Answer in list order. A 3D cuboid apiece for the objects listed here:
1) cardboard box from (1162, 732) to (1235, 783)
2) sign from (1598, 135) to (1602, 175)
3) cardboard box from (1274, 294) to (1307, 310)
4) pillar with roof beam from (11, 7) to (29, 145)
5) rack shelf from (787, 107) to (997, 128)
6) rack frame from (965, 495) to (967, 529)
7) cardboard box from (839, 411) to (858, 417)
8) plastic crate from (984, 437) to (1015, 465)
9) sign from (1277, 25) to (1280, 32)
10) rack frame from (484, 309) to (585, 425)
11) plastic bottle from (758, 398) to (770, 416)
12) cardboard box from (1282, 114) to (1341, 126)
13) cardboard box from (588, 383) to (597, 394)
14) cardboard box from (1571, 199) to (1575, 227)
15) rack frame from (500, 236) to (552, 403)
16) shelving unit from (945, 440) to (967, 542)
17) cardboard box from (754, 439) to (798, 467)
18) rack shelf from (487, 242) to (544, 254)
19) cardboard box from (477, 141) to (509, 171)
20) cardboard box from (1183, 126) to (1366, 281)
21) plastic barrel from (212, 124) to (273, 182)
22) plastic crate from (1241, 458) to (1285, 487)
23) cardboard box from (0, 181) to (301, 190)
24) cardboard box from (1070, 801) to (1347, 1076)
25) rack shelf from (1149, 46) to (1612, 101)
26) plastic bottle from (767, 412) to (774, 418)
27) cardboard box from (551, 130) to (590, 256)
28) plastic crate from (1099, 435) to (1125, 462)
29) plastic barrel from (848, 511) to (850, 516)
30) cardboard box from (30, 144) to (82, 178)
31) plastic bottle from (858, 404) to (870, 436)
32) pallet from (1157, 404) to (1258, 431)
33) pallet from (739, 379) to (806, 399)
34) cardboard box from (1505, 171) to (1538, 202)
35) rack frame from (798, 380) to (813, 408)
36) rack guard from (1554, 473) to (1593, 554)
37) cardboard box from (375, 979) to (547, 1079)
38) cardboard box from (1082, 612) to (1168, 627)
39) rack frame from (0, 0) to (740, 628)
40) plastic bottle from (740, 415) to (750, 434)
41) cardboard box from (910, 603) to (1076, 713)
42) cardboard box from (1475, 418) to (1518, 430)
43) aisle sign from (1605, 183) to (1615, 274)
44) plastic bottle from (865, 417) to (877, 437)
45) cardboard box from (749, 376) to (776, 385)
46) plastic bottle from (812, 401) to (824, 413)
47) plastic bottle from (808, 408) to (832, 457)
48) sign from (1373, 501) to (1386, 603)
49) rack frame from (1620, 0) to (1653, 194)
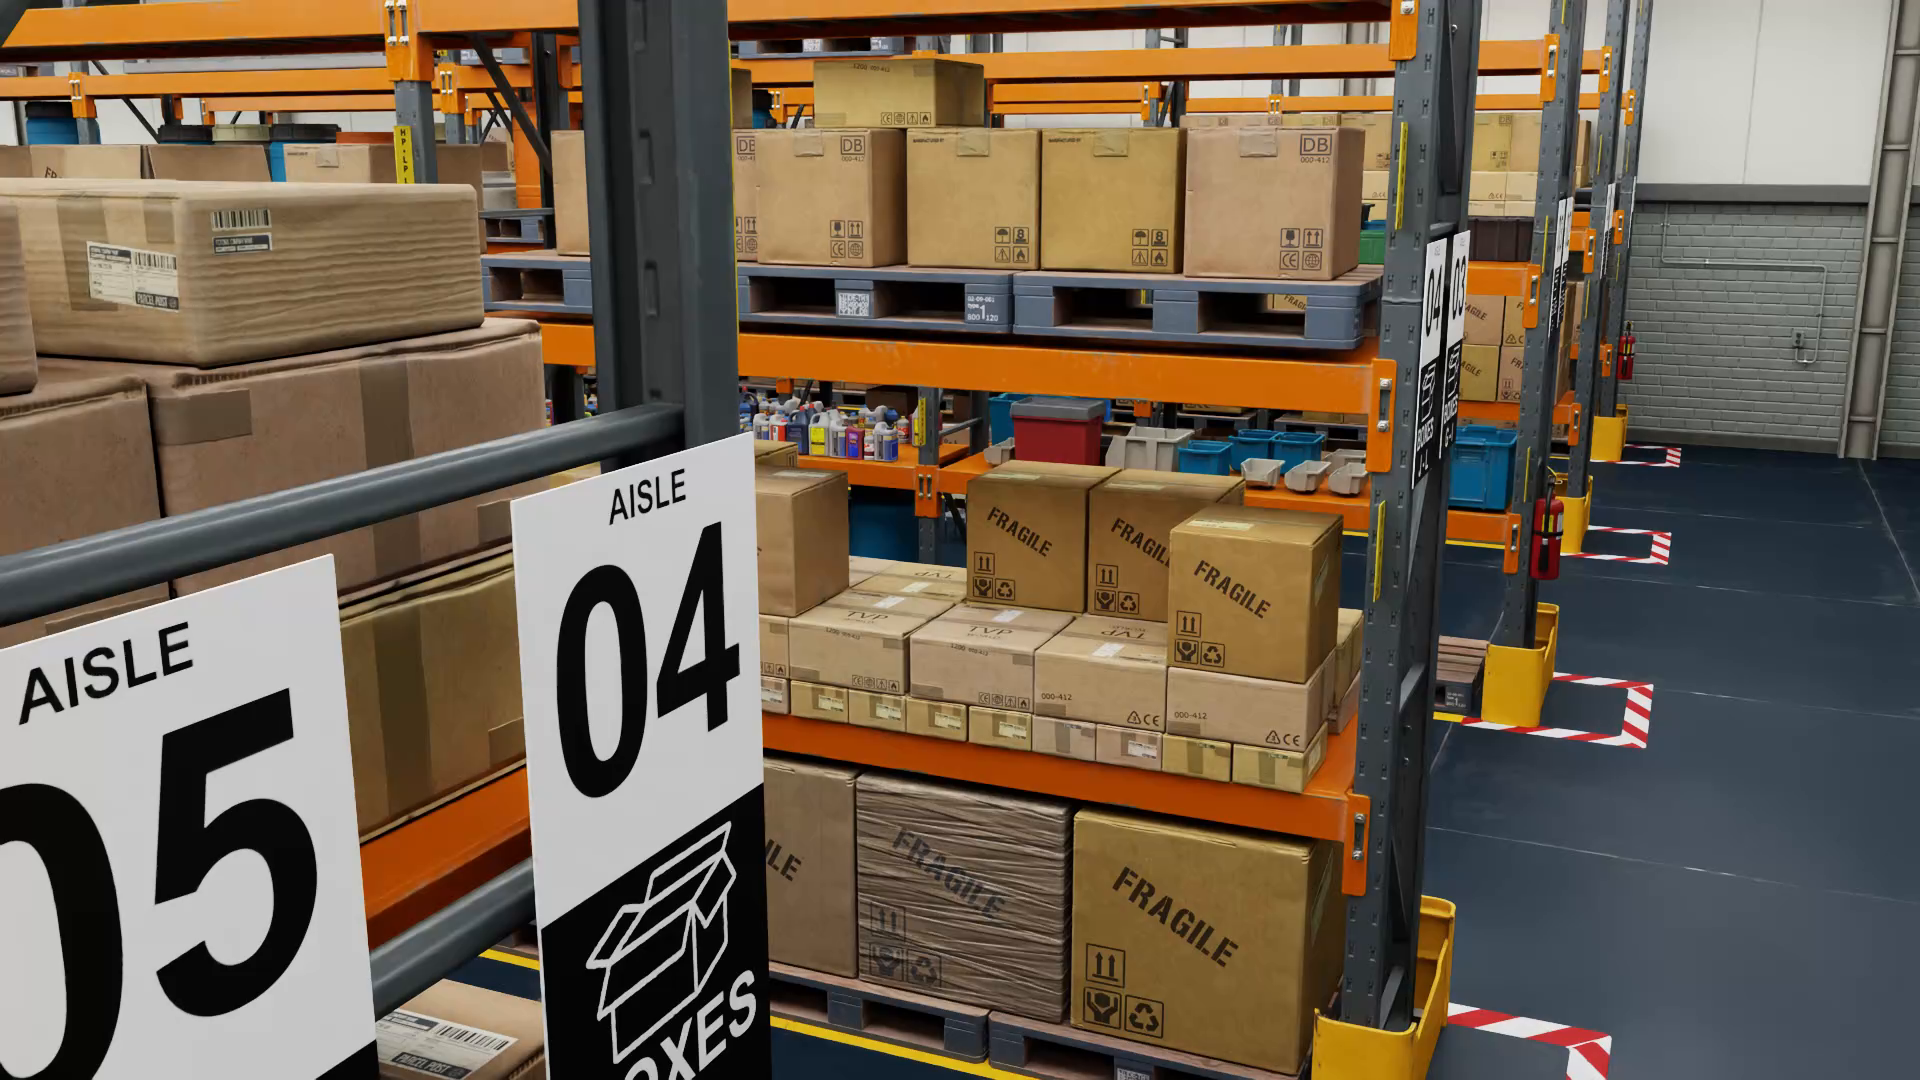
[{"bbox_3d":[0.916,0.739,6.085,0.250,0.149,0.380,6,14,24],"label":"cardboard box"},{"bbox_3d":[5.386,-3.242,13.994,0.005,0.325,0.100,6,14,23],"label":"sign"},{"bbox_3d":[3.231,-2.172,15.533,0.500,0.500,0.500,5,14,22],"label":"cardboard box"},{"bbox_3d":[-18.722,-7.228,26.353,0.548,9.000,9.100,6,14,23],"label":"pillar with roof beam"},{"bbox_3d":[-1.511,-5.800,22.721,4.000,0.370,1.077,6,14,23],"label":"rack shelf"},{"bbox_3d":[0.100,-0.428,15.104,0.006,0.900,0.240,6,14,23],"label":"rack frame"},{"bbox_3d":[-1.385,-1.100,17.880,0.500,0.500,0.500,6,15,26],"label":"cardboard box"},{"bbox_3d":[0.330,-0.628,11.806,0.243,0.136,0.396,6,14,23],"label":"plastic crate"},{"bbox_3d":[3.766,-6.169,19.624,0.005,0.325,0.100,6,14,23],"label":"sign"},{"bbox_3d":[-2.044,0.234,7.685,0.127,3.000,1.000,6,14,23],"label":"rack frame"},{"bbox_3d":[-1.549,-0.993,13.195,0.097,0.271,0.097,0,13,0],"label":"plastic bottle"},{"bbox_3d":[3.291,-3.672,15.360,0.500,0.500,0.700,6,14,23],"label":"cardboard box"},{"bbox_3d":[-4.378,-1.689,19.754,0.500,0.311,0.500,6,15,25],"label":"cardboard box"},{"bbox_3d":[5.262,-2.952,15.028,0.500,0.250,0.500,6,14,23],"label":"cardboard box"},{"bbox_3d":[-3.695,-1.170,13.671,0.127,3.000,1.000,6,14,23],"label":"rack frame"},{"bbox_3d":[0.007,-0.437,15.144,0.210,0.900,0.258,6,14,23],"label":"shelving unit"},{"bbox_3d":[-1.059,-0.169,7.438,0.500,0.500,0.500,6,14,24],"label":"cardboard box"},{"bbox_3d":[-1.866,-2.095,12.622,4.000,0.370,1.077,6,14,23],"label":"rack shelf"},{"bbox_3d":[-5.696,-4.458,19.671,0.500,0.500,0.500,7,15,28],"label":"cardboard box"},{"bbox_3d":[1.116,-1.195,5.852,0.500,0.500,0.700,5,14,20],"label":"cardboard box"},{"bbox_3d":[-6.201,-3.183,14.583,0.600,0.901,0.600,0,13,0],"label":"plastic barrel"},{"bbox_3d":[1.999,-0.443,11.016,0.250,0.136,0.298,6,14,23],"label":"plastic crate"},{"bbox_3d":[-0.918,-0.299,1.751,0.250,0.149,0.380,6,15,26],"label":"cardboard box"},{"bbox_3d":[0.996,1.392,6.484,0.875,0.875,0.875,6,14,23],"label":"cardboard box"},{"bbox_3d":[3.801,-4.218,15.110,4.000,0.370,1.077,6,14,23],"label":"rack shelf"},{"bbox_3d":[-1.414,-0.827,12.491,0.097,0.271,0.097,0,13,0],"label":"plastic bottle"},{"bbox_3d":[-1.304,-1.468,7.017,0.500,0.500,0.700,5,14,20],"label":"cardboard box"},{"bbox_3d":[1.094,-0.648,11.916,0.590,0.125,0.437,6,14,23],"label":"plastic crate"},{"bbox_3d":[-1.176,-0.102,12.795,0.708,0.901,0.600,6,14,23],"label":"plastic barrel"},{"bbox_3d":[-4.289,-1.746,8.422,0.500,0.500,0.500,7,15,26],"label":"cardboard box"},{"bbox_3d":[-0.736,-0.910,12.845,0.097,0.271,0.097,0,13,0],"label":"plastic bottle"},{"bbox_3d":[3.239,-1.568,21.468,1.213,0.211,1.003,6,14,23],"label":"pallet"},{"bbox_3d":[-2.627,-2.180,24.080,1.213,0.211,1.003,6,14,23],"label":"pallet"},{"bbox_3d":[5.056,-3.089,14.517,0.500,0.250,0.500,6,14,23],"label":"cardboard box"},{"bbox_3d":[-1.684,-2.205,18.082,0.053,2.616,0.949,6,14,23],"label":"rack frame"},{"bbox_3d":[5.560,-0.254,15.240,0.348,0.500,1.175,6,14,23],"label":"rack guard"},{"bbox_3d":[-0.791,0.854,1.986,0.500,0.500,0.500,6,14,23],"label":"cardboard box"},{"bbox_3d":[0.806,0.385,6.720,0.500,0.250,0.500,6,14,23],"label":"cardboard box"},{"bbox_3d":[-0.488,-1.290,1.047,0.127,3.000,1.000,6,14,23],"label":"rack frame"},{"bbox_3d":[-1.659,-0.823,12.463,0.135,0.276,0.152,6,14,23],"label":"plastic bottle"},{"bbox_3d":[0.134,0.449,6.447,0.500,0.250,0.500,5,14,21],"label":"cardboard box"},{"bbox_3d":[6.494,-1.577,19.957,0.500,0.500,0.700,6,14,23],"label":"cardboard box"},{"bbox_3d":[5.810,-2.785,14.862,0.004,0.787,0.394,6,14,23],"label":"aisle sign"},{"bbox_3d":[-0.675,-0.832,12.664,0.097,0.201,0.097,0,13,0],"label":"plastic bottle"},{"bbox_3d":[-2.660,-2.542,24.027,0.500,0.500,0.700,6,15,25],"label":"cardboard box"},{"bbox_3d":[-1.153,-0.948,12.995,0.135,0.276,0.152,6,14,23],"label":"plastic bottle"},{"bbox_3d":[-1.011,-0.793,12.171,0.185,0.351,0.144,6,14,23],"label":"plastic bottle"},{"bbox_3d":[1.381,0.037,5.471,0.005,0.325,0.100,6,14,23],"label":"sign"},{"bbox_3d":[7.632,-5.420,18.650,0.127,3.000,1.000,6,14,23],"label":"rack frame"}]
